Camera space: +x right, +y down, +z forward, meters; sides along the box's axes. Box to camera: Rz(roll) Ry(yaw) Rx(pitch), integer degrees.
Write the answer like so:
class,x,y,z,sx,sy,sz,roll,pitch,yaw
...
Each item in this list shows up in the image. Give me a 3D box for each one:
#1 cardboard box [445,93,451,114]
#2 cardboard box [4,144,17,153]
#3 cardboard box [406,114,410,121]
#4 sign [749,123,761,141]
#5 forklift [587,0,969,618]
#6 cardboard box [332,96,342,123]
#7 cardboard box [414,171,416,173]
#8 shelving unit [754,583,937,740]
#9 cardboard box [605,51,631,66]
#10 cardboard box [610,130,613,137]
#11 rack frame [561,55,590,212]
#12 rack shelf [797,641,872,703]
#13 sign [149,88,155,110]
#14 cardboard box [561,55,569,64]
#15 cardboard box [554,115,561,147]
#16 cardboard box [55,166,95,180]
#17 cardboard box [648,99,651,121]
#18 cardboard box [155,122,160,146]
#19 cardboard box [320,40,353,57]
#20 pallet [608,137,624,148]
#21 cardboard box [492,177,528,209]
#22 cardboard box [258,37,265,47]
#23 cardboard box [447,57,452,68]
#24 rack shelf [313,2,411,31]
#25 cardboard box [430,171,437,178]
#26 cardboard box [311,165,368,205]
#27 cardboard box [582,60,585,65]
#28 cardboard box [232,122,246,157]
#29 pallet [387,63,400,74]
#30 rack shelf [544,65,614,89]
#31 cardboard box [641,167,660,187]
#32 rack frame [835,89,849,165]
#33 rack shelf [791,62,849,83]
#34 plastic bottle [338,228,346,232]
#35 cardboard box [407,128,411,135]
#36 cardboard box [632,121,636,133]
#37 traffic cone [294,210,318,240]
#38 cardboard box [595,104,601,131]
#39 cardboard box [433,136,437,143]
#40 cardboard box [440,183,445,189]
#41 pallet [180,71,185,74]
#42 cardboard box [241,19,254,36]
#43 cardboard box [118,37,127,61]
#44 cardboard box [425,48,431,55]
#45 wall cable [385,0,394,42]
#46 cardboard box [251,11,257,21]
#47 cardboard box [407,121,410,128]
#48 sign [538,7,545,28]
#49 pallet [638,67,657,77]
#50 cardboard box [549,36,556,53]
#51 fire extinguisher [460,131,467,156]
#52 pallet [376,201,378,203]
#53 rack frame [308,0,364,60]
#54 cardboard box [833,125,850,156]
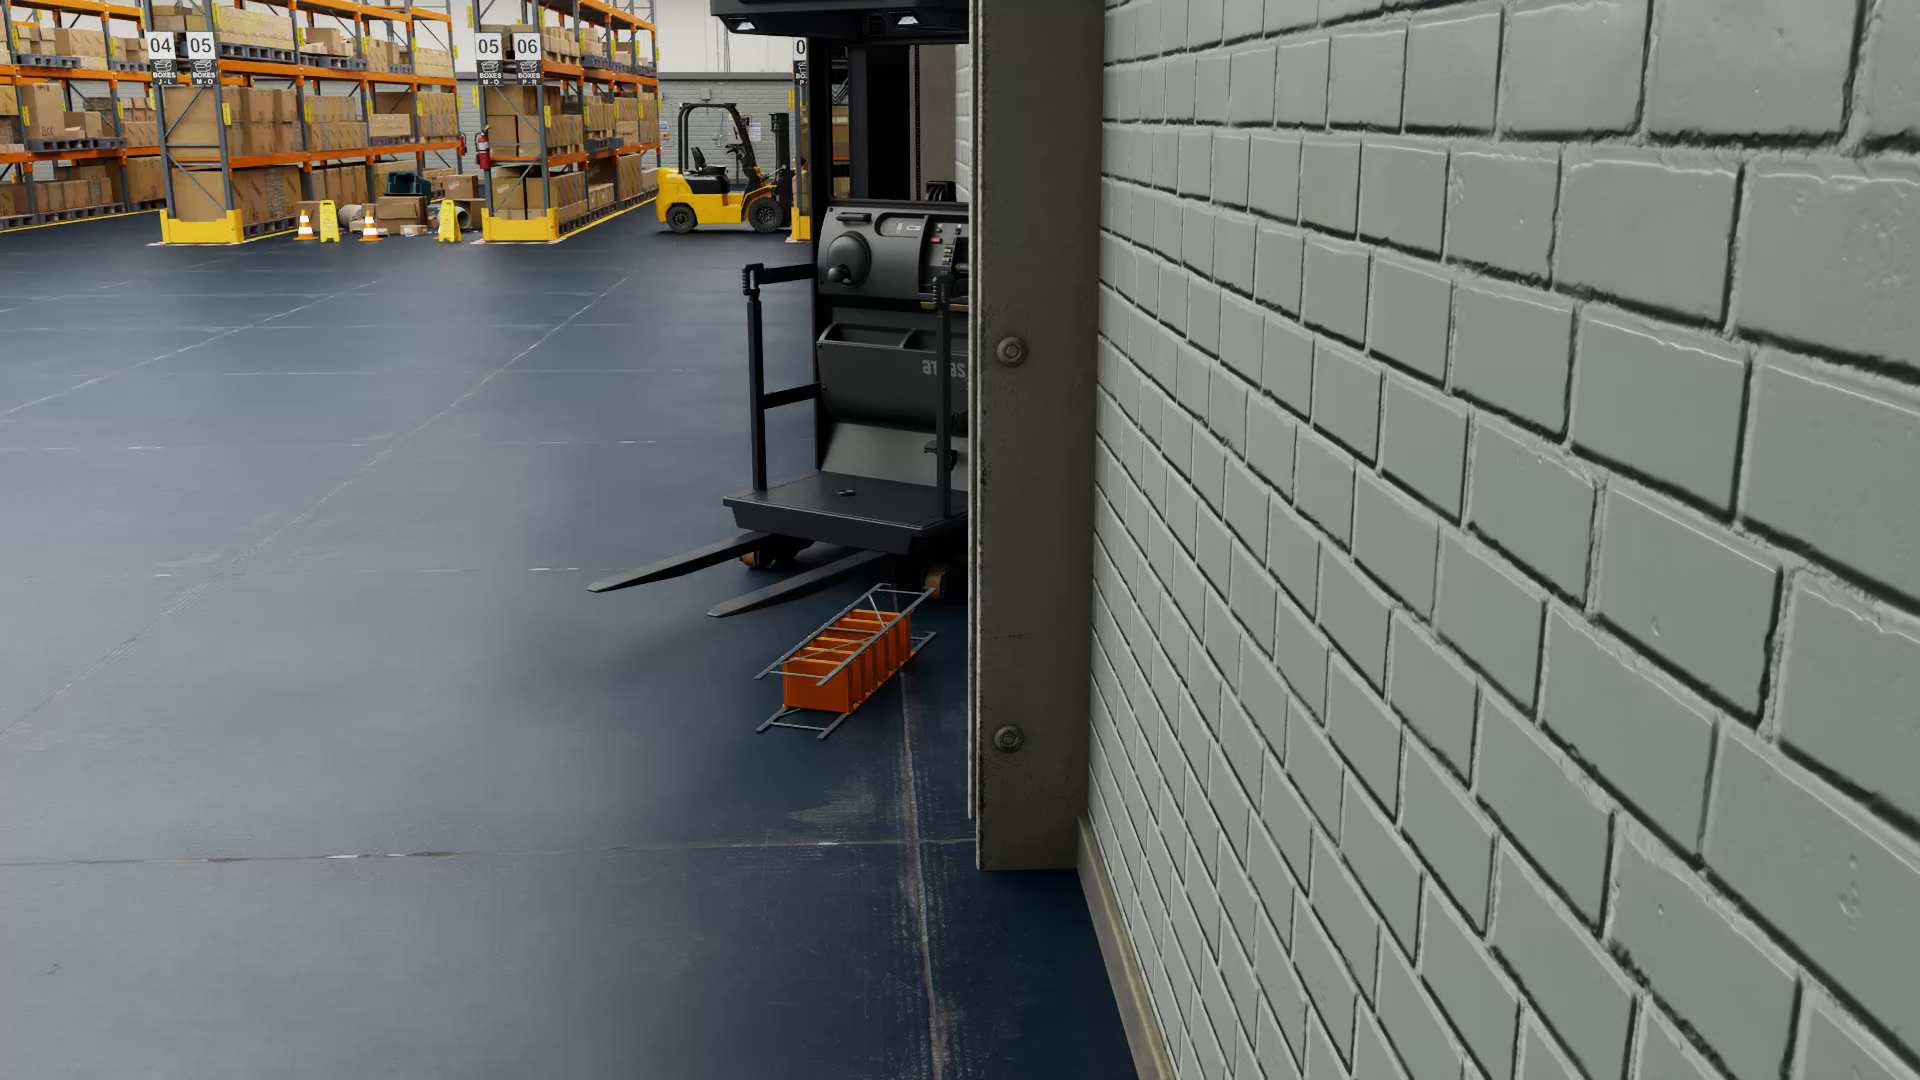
class,x,y,z,sx,sy,sz,roll,pitch,yaw
cardboard box,-12.725,-10.627,40.505,0.500,0.500,0.500,-1,14,-5
cardboard box,-16.933,-6.917,29.396,0.380,0.149,0.250,-1,14,-3
cardboard box,-12.565,-9.464,37.258,0.380,0.149,0.250,0,14,-1
sign,-5.885,-11.699,47.666,0.329,0.494,0.001,-1,14,-3
forklift,-0.340,-1.288,7.148,1.130,2.935,3.031,9,17,32
cardboard box,-12.452,-8.364,32.307,0.700,0.500,0.500,-1,14,-4
cardboard box,-12.487,-8.004,37.289,0.500,0.500,0.500,-1,14,-5
shelving unit,-0.386,0.414,6.029,0.258,0.189,1.200,4,15,17
cardboard box,-7.586,-10.690,36.870,0.500,0.311,0.500,-1,14,-3
cardboard box,-7.198,-8.174,33.439,0.380,0.149,0.250,-1,14,-4
rack frame,-7.355,-7.303,30.392,1.000,3.000,0.127,-1,14,-3
rack shelf,-0.445,0.460,5.849,0.258,0.180,0.103,4,15,17
sign,-12.584,-6.878,25.938,0.100,0.325,0.005,-1,14,-3
cardboard box,-6.981,-8.304,28.767,0.380,0.149,0.250,0,14,-2
cardboard box,-6.895,-6.752,27.451,0.500,0.500,0.500,0,14,-2
cardboard box,-17.379,-7.213,32.669,0.500,0.250,0.500,1,14,3
cardboard box,-7.712,-10.326,39.934,0.500,0.500,0.500,-1,14,-4
cardboard box,-17.351,-8.699,35.614,0.500,0.500,0.500,-1,14,-3
cardboard box,-12.173,-9.603,32.444,0.500,0.311,0.500,-1,14,-3
pallet,-7.452,-8.030,33.600,1.213,0.211,1.003,-1,14,-3
cardboard box,-7.417,-5.739,27.481,0.500,0.500,0.500,-1,14,-3
cardboard box,-11.852,-8.319,27.782,0.380,0.149,0.250,-1,14,-4
cardboard box,-12.750,-11.698,40.749,0.500,0.250,0.500,-1,14,-5
rack shelf,-12.661,-11.057,35.189,1.077,0.370,4.000,-1,14,-3
cardboard box,-12.595,-8.652,39.317,0.380,0.149,0.250,-1,14,-2
cardboard box,-12.589,-7.158,33.497,1.050,0.750,0.750,-1,14,-4
cardboard box,-7.480,-9.422,32.399,0.797,0.503,0.637,-1,14,-3
cardboard box,-12.165,-6.508,26.998,0.875,0.550,0.550,-1,14,-3
pallet,-12.785,-10.140,35.774,1.213,0.211,1.003,-1,14,-3
rack shelf,-7.479,-8.905,32.041,1.077,0.370,4.000,-1,14,-3
cardboard box,-7.958,-9.088,41.626,0.875,0.438,0.875,-1,14,-5
rack frame,-2.897,-9.370,38.426,1.000,3.000,0.127,-1,14,-3
rack shelf,-2.277,-7.988,28.476,1.077,0.370,4.000,-1,14,-3
plastic bottle,-10.757,-5.353,28.708,0.283,0.061,0.133,-6,16,-23
cardboard box,-12.563,-9.177,37.337,0.380,0.149,0.250,-1,14,-5
cardboard box,-7.542,-9.232,37.187,0.500,0.250,0.500,-1,14,-2
traffic cone,-10.657,-5.132,27.045,0.336,0.463,0.334,-1,14,-3
cardboard box,-7.146,-8.068,31.723,0.500,0.500,0.500,-1,14,-4
cardboard box,-12.606,-9.472,39.325,0.380,0.149,0.250,0,14,-1
cardboard box,-12.641,-8.560,40.154,0.380,0.149,0.250,-1,14,-2
pallet,-17.782,-10.753,37.959,1.003,0.211,1.213,-1,14,-3
cardboard box,-11.880,-8.359,27.134,0.500,0.250,0.500,-1,14,-4
cardboard box,-17.745,-10.214,34.639,0.500,0.500,0.500,0,14,0
cardboard box,-12.595,-11.410,38.832,0.380,0.149,0.250,0,14,-1
wall cable,-14.899,-16.058,45.920,2.277,5.999,0.120,-1,14,-3
cardboard box,-11.838,-8.644,27.442,0.380,0.149,0.250,-1,14,-3
cardboard box,-12.563,-9.321,37.299,0.380,0.149,0.250,0,14,-2
sign,-6.565,-8.193,26.075,0.100,0.325,0.005,-1,14,-3
pallet,-8.042,-11.513,40.912,1.003,0.211,1.213,-1,14,-3
cardboard box,-6.894,-8.087,27.123,0.500,0.250,0.500,-1,14,-4
fire extinguisher,-12.588,-10.038,41.923,0.296,0.674,0.183,-1,14,-3
pallet,-12.584,-7.040,34.966,1.003,0.211,1.213,-1,14,-3
rack frame,-12.537,-11.102,33.116,1.000,3.000,0.127,-1,14,-3
cardboard box,-1.907,-6.562,27.310,0.500,0.500,0.500,0,14,-2
